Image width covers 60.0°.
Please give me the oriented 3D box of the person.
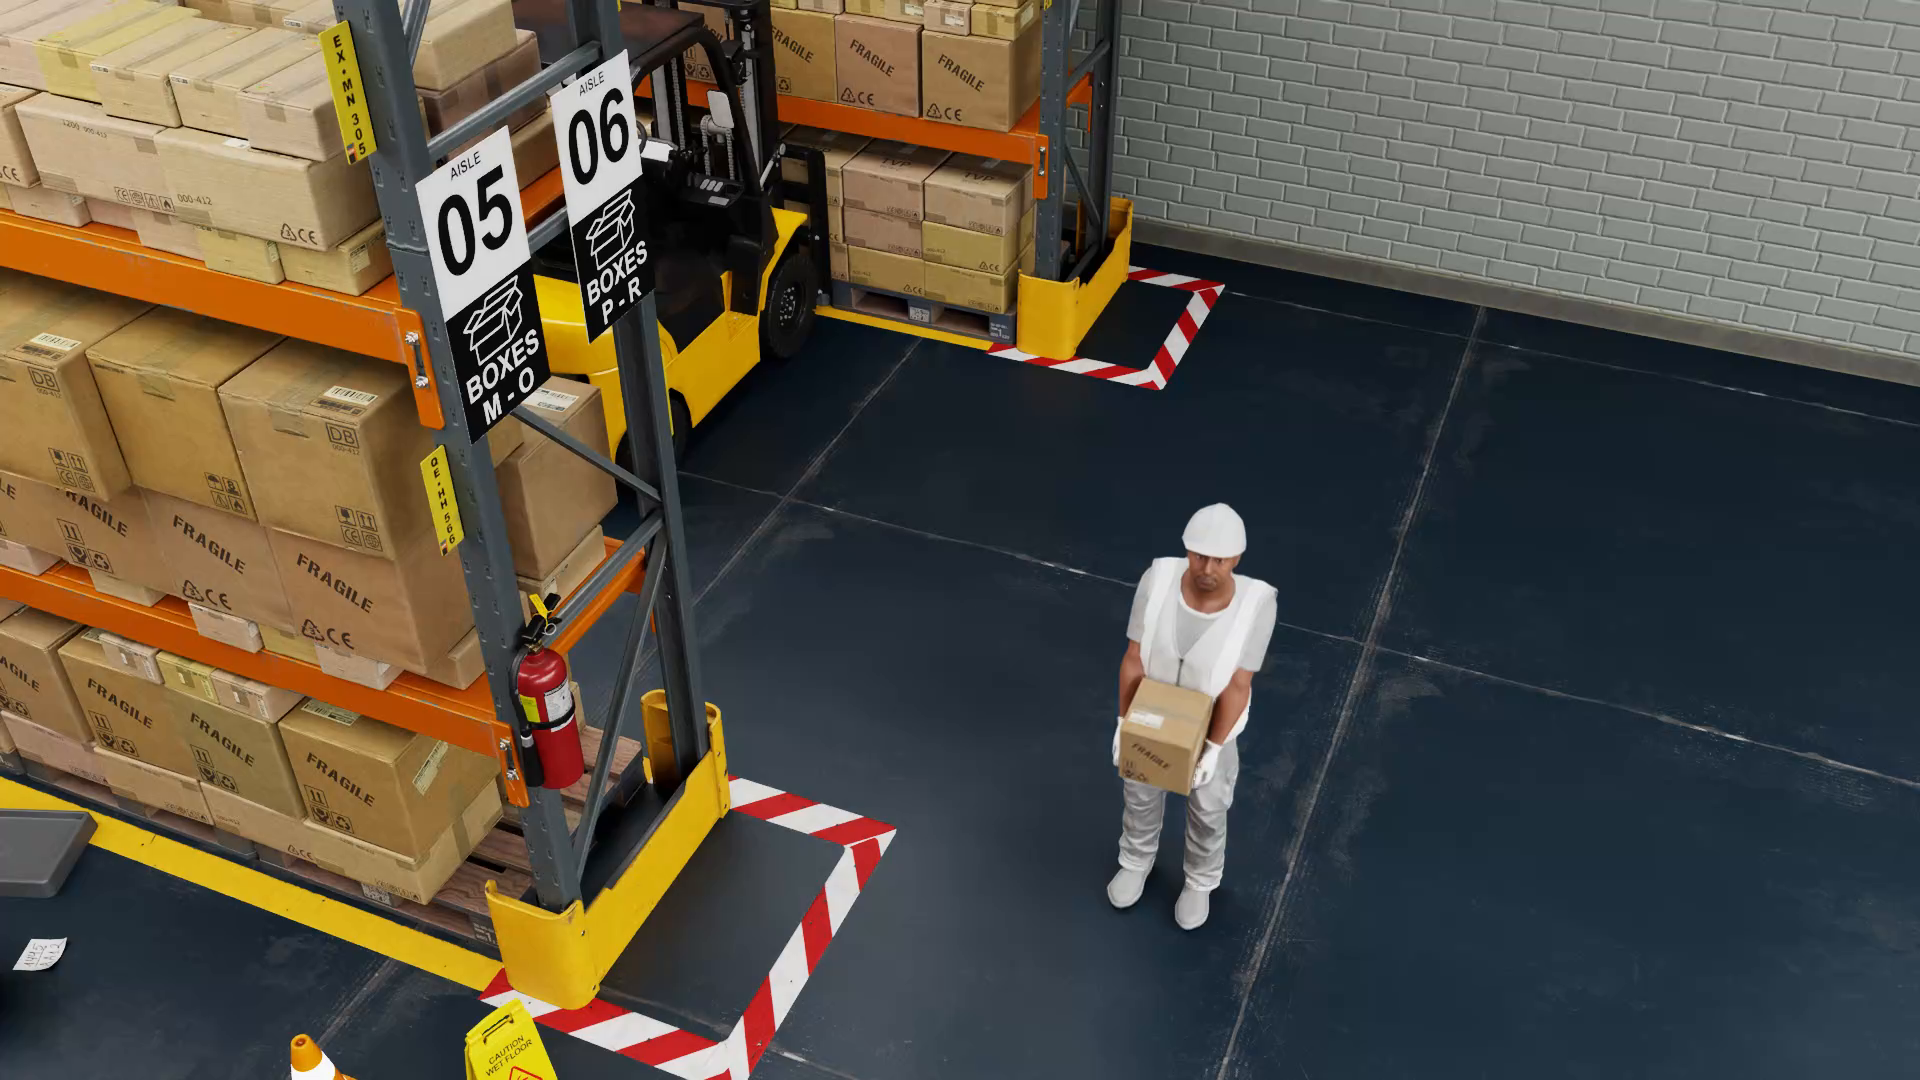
[{"bbox_3d":[0.782,0.696,5.889,0.490,1.780,0.574,14,39,18],"label":"person"}]
